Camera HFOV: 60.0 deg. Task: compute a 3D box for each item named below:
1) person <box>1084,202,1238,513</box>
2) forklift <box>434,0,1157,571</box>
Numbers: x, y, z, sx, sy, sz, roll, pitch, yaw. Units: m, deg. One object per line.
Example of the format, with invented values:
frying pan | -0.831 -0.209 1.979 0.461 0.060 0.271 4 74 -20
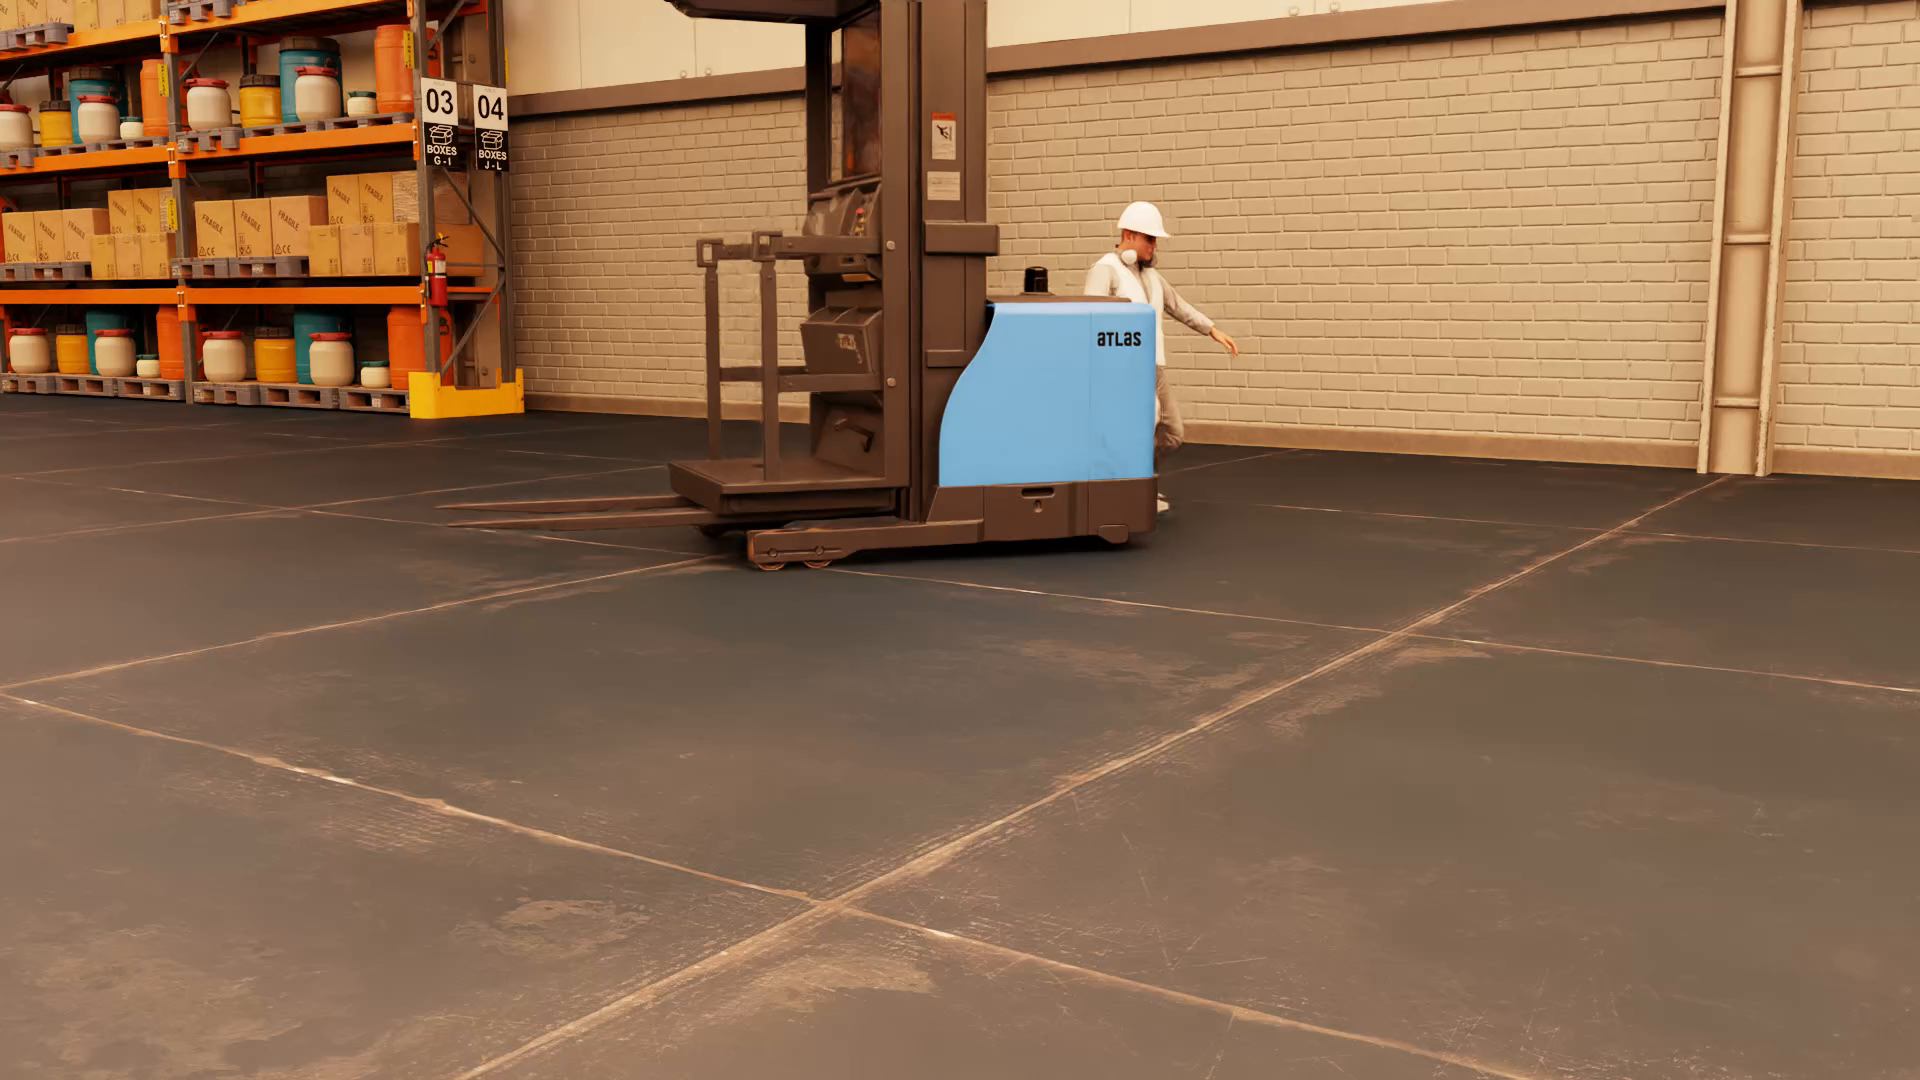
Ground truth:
person | 0.993 -0.946 8.722 0.896 1.627 0.982 8 11 43
forklift | -0.695 -1.408 7.097 3.031 2.935 1.130 -3 9 -21
